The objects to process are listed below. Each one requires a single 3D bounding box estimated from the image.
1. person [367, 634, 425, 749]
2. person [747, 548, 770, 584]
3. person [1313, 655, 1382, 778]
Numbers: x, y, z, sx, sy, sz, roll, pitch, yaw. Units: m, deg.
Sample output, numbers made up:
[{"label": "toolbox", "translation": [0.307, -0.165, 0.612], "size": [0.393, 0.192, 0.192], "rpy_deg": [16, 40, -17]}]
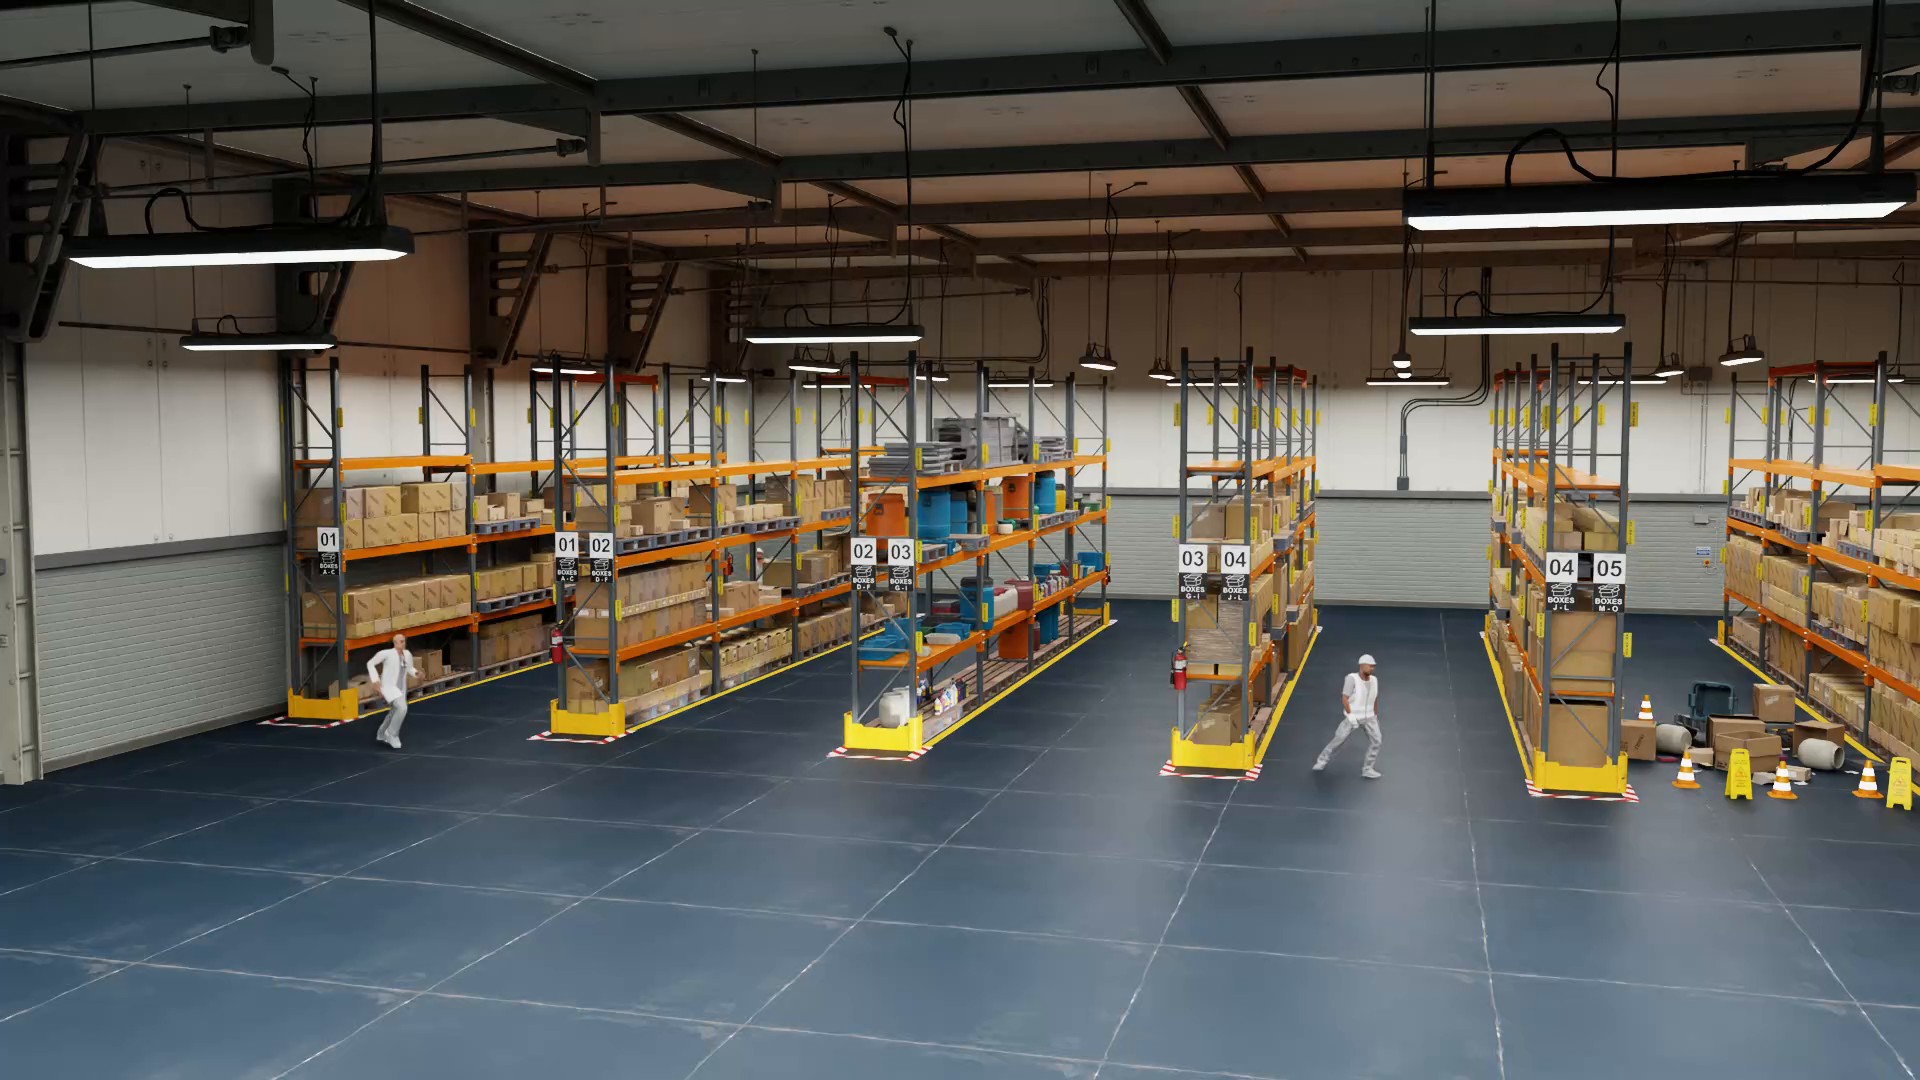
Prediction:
[{"label": "person", "translation": [-8.602, 2.295, 25.284], "size": [0.908, 1.750, 0.721], "rpy_deg": [2, 5, 29]}, {"label": "person", "translation": [-4.978, 1.081, 41.538], "size": [0.681, 1.742, 0.523], "rpy_deg": [-1, 4, -8]}, {"label": "person", "translation": [5.412, 2.443, 23.195], "size": [0.854, 1.718, 0.731], "rpy_deg": [-2, 4, -20]}]
